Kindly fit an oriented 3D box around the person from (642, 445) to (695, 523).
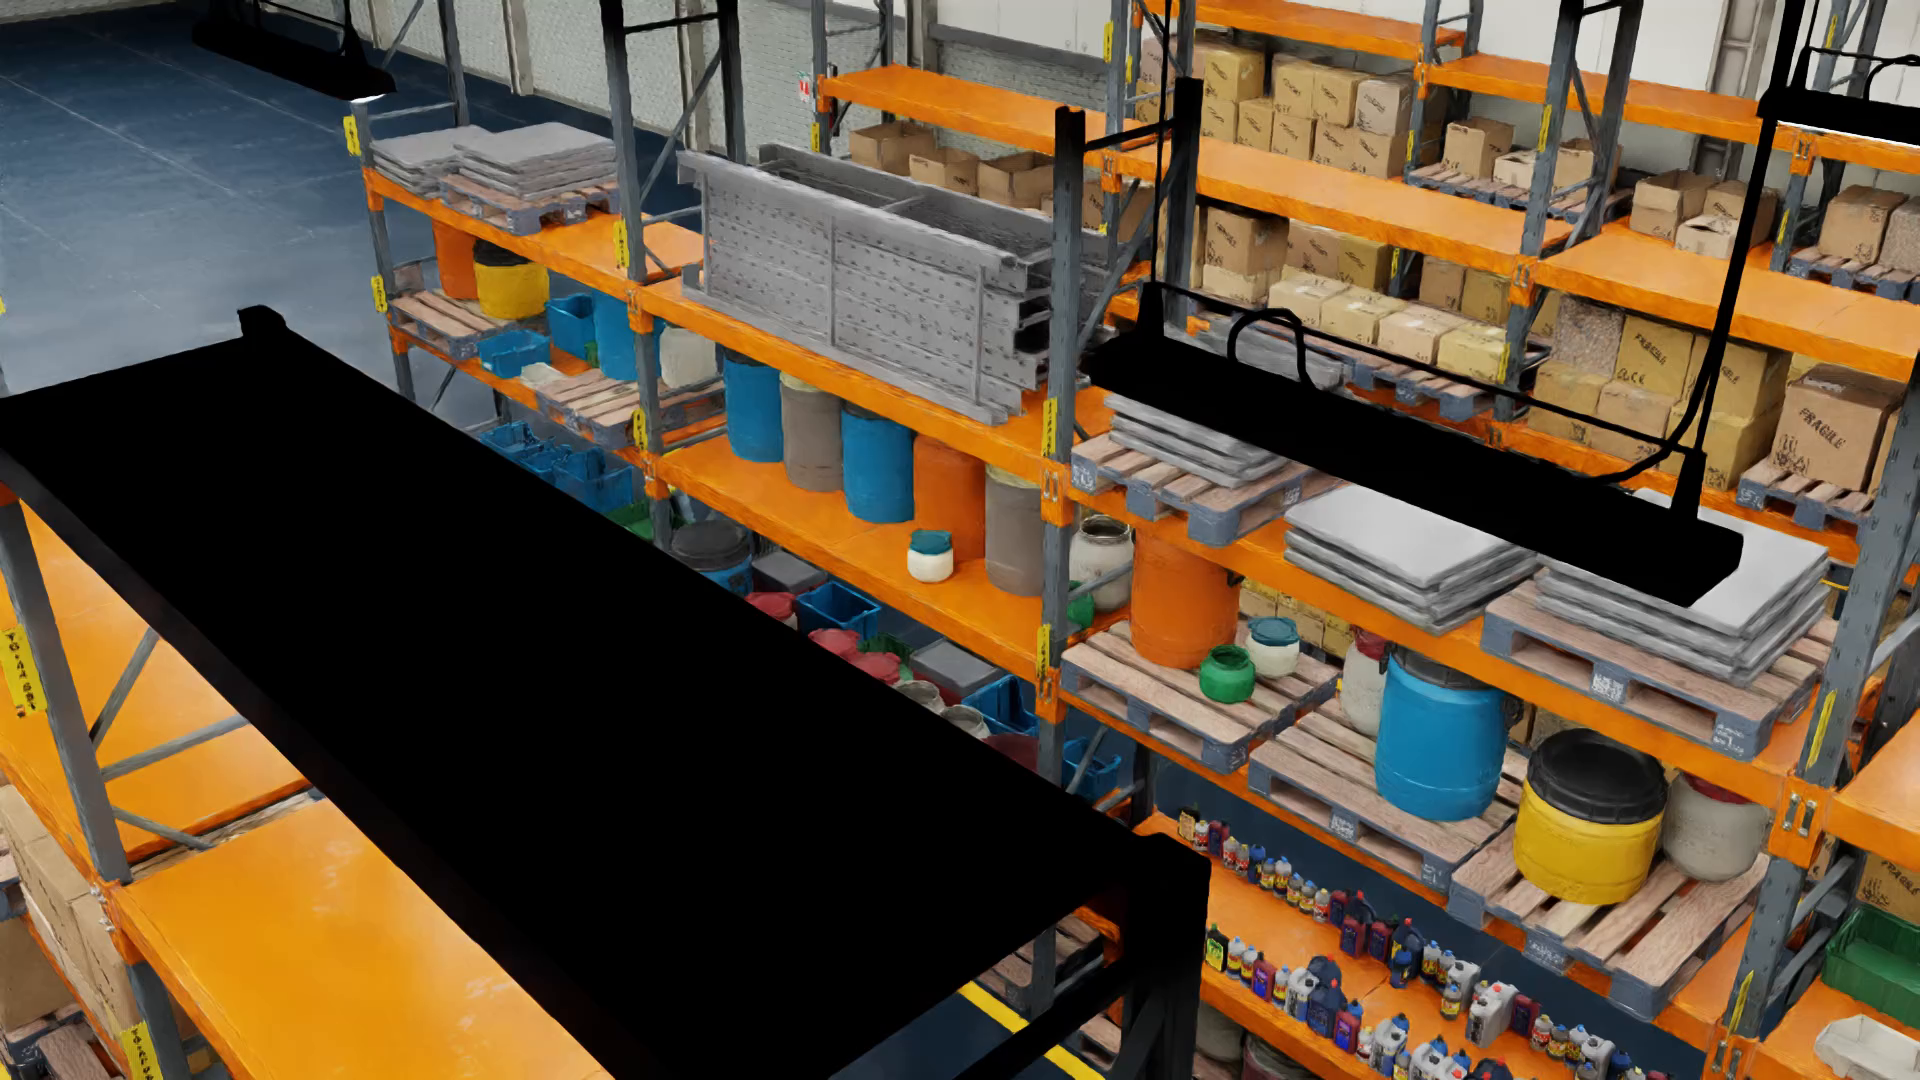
[{"bbox_3d":[-2.858,-0.563,16.100,0.577,1.691,1.121,-22,35,-35],"label":"person"}]
